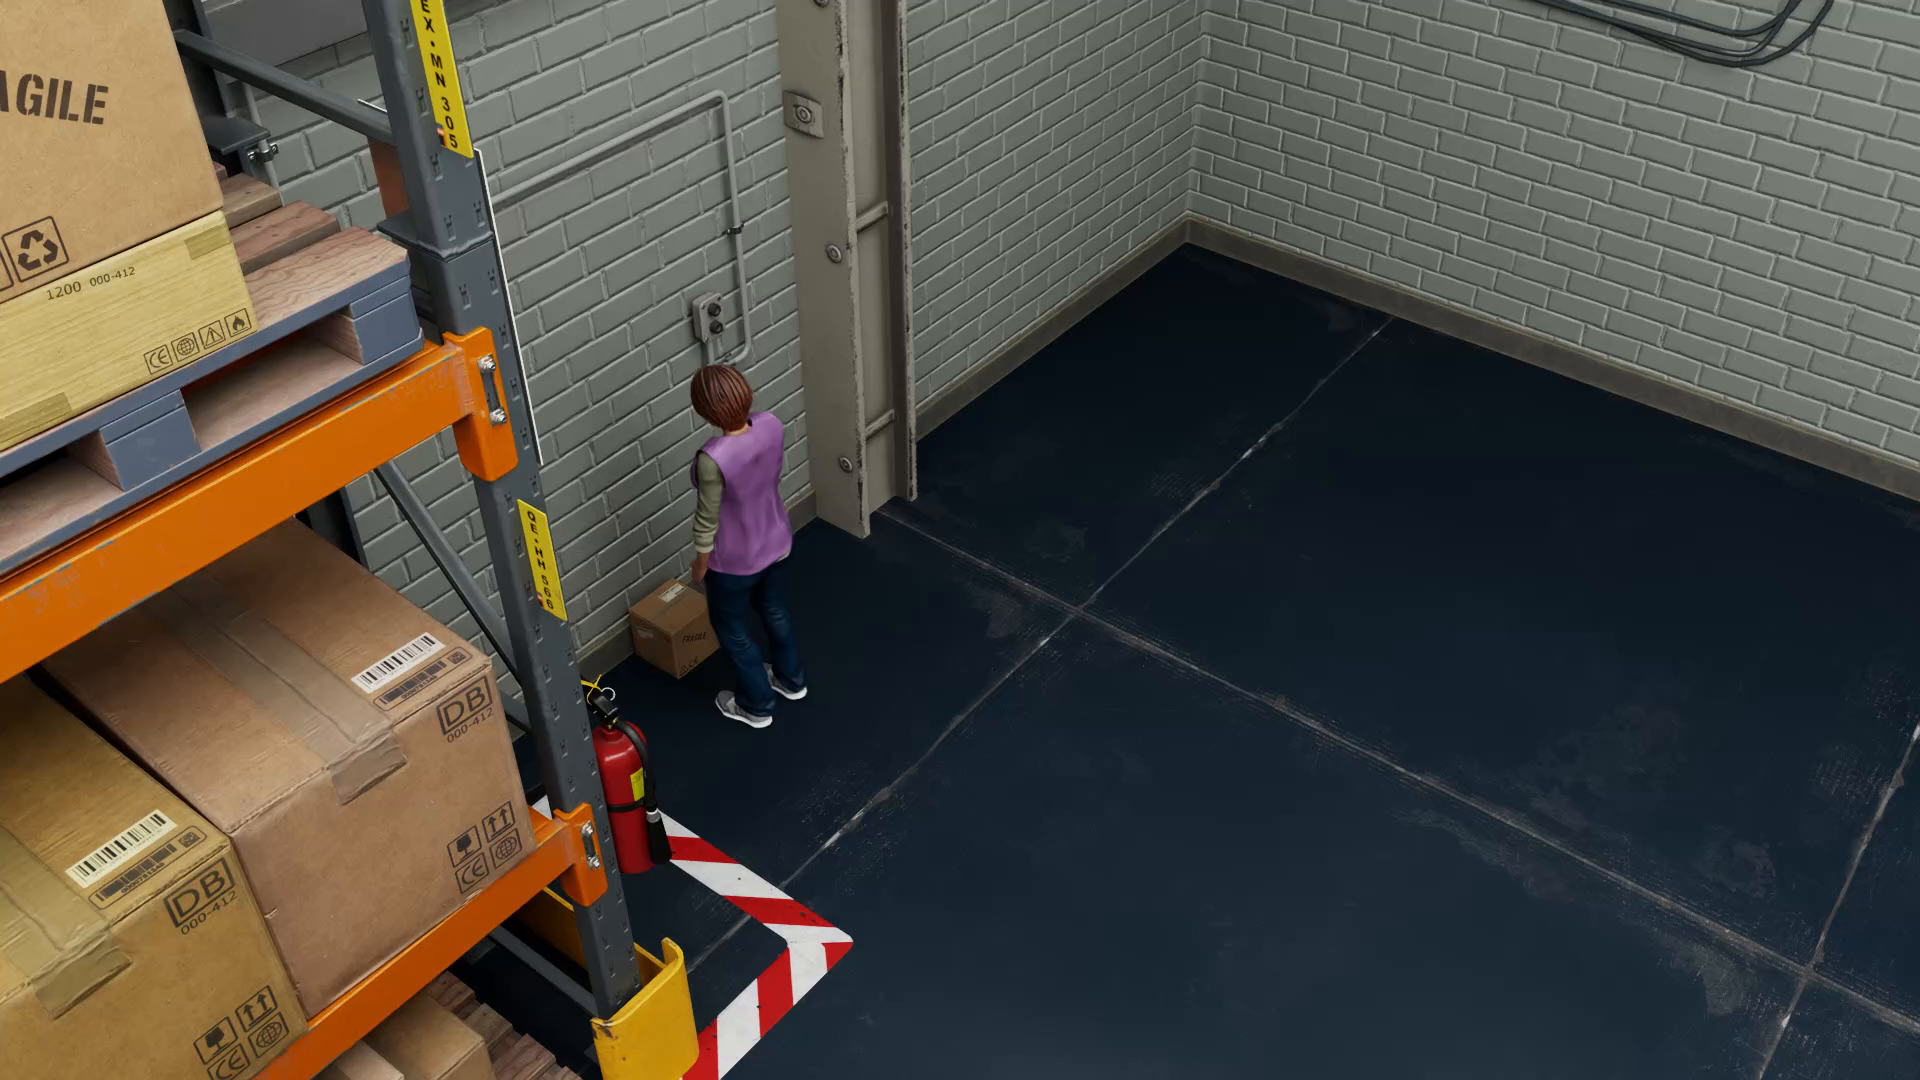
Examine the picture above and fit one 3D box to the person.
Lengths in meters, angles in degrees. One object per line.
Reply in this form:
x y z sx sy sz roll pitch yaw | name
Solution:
-0.797 0.054 6.121 0.304 1.579 0.409 27 46 29 | person
